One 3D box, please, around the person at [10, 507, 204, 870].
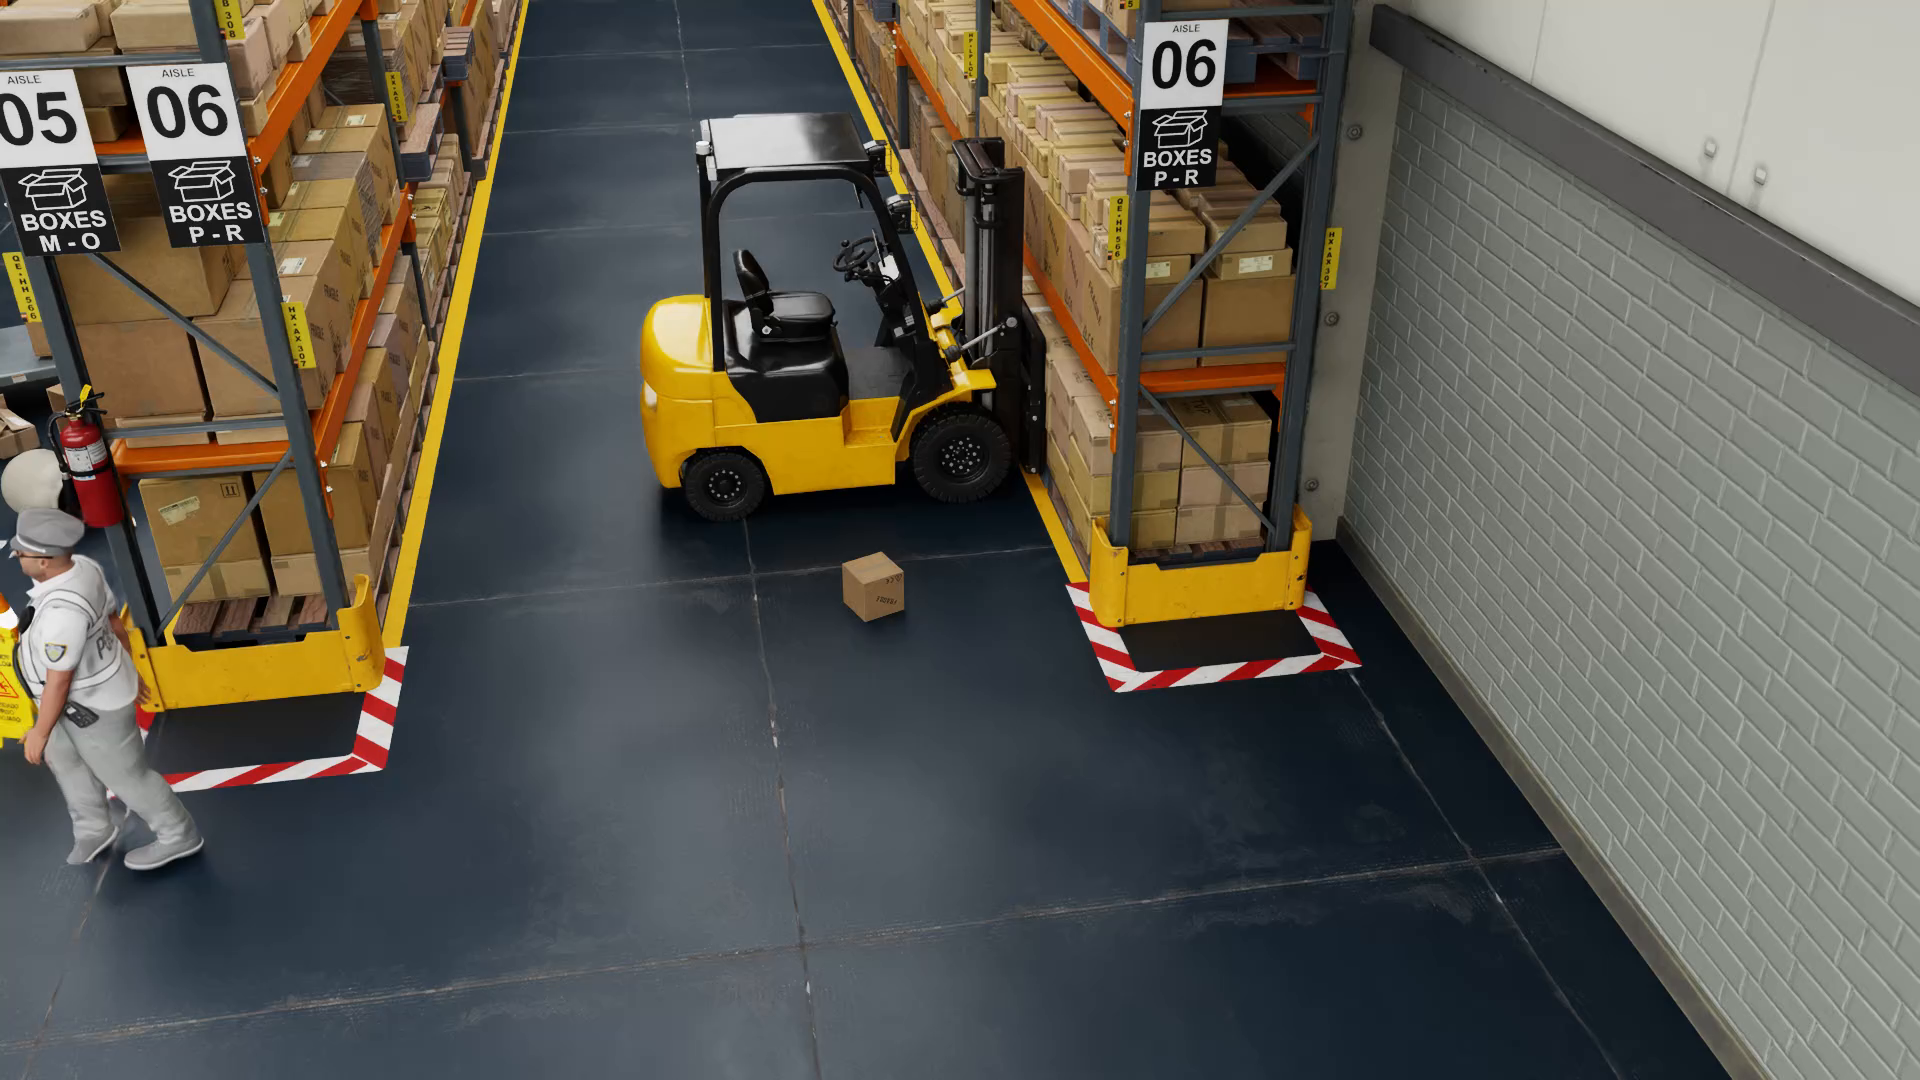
[{"bbox_3d":[-3.687,0.707,6.969,0.625,1.863,0.527,-12,32,-19],"label":"person"}]
